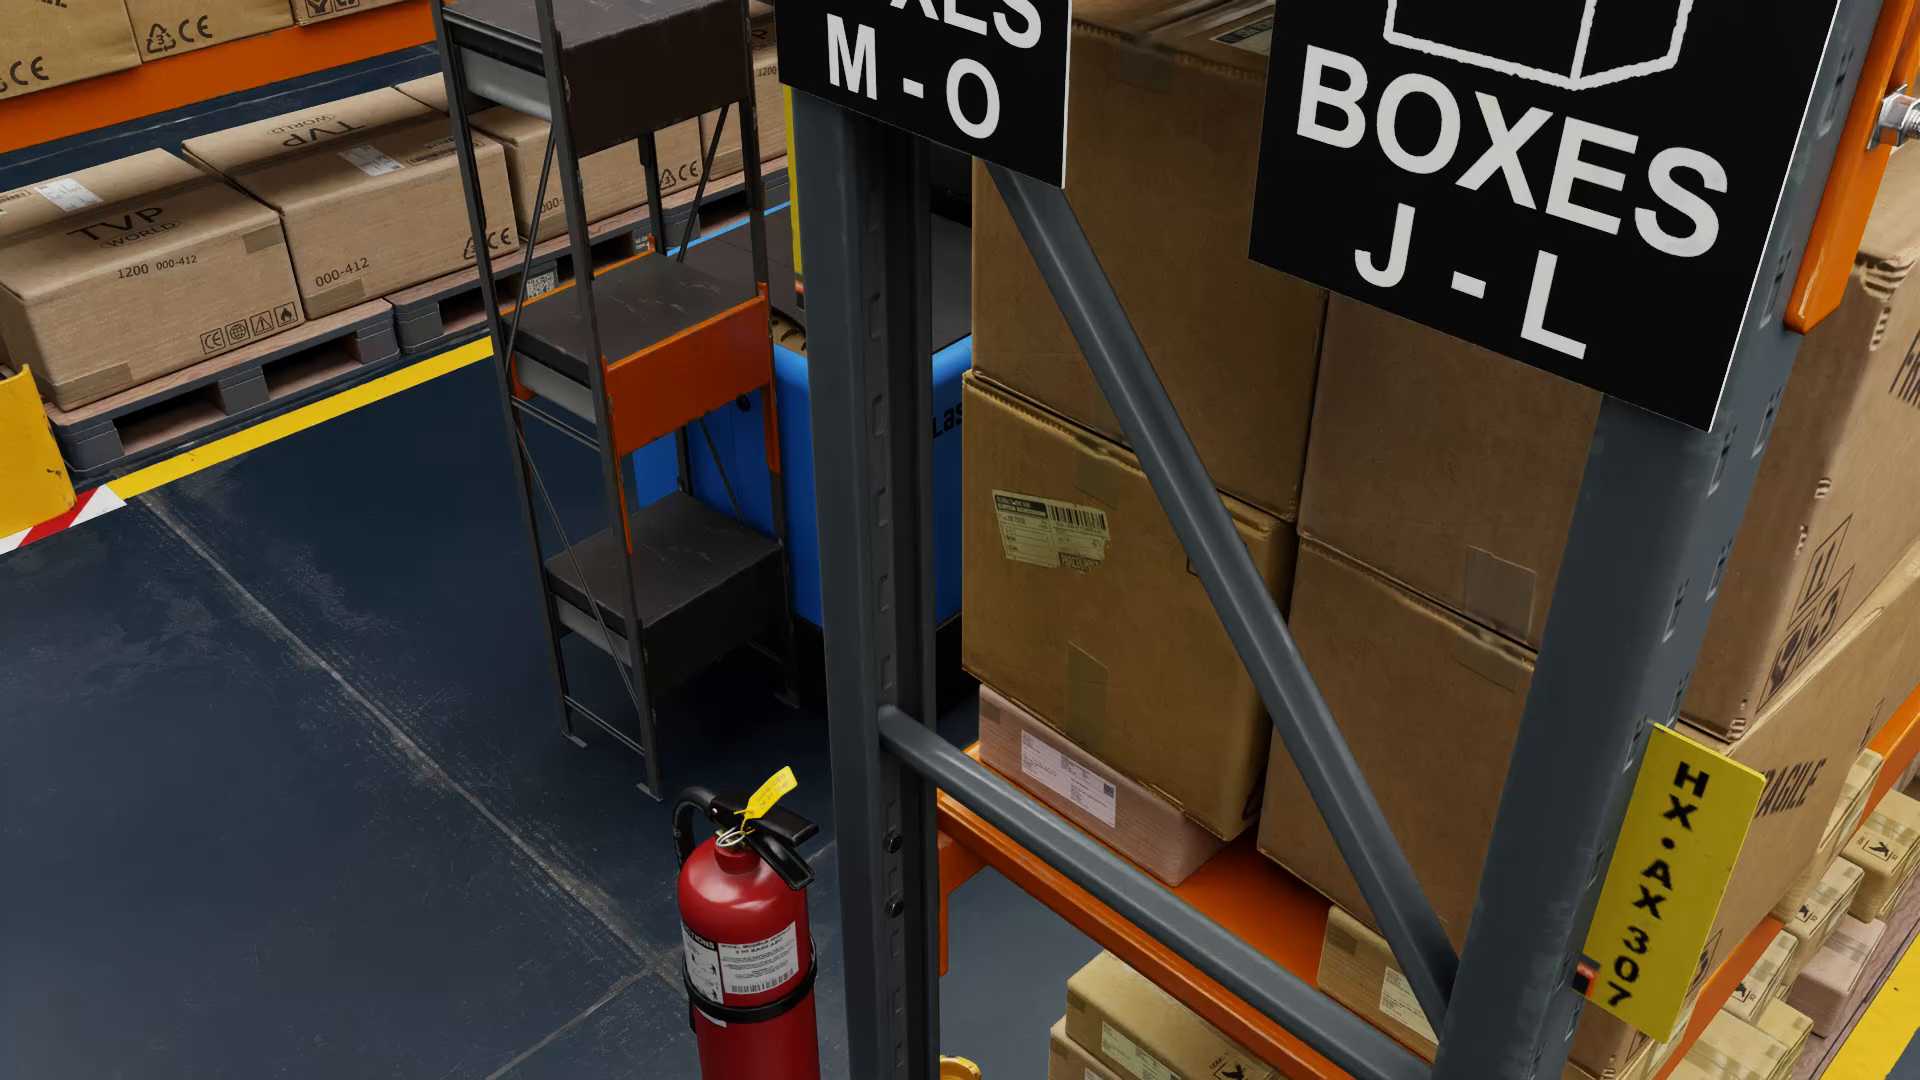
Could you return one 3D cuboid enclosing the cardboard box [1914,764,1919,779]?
[{"bbox_3d":[2.103,0.376,3.693,0.380,0.149,0.250,28,44,34],"label":"cardboard box"}]

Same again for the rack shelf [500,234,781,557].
[{"bbox_3d":[-0.757,-0.354,3.946,0.431,0.518,0.480,27,43,33],"label":"rack shelf"}]

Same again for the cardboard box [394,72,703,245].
[{"bbox_3d":[-1.697,-1.685,6.917,0.875,0.438,0.875,28,44,34],"label":"cardboard box"}]

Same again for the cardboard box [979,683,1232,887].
[{"bbox_3d":[0.247,0.295,2.424,0.380,0.149,0.250,30,45,35],"label":"cardboard box"}]

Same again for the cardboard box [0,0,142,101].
[{"bbox_3d":[-2.824,-1.635,4.885,0.500,0.500,0.500,29,44,35],"label":"cardboard box"}]

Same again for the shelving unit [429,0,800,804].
[{"bbox_3d":[-0.757,-0.365,3.938,0.431,2.100,0.503,27,43,33],"label":"shelving unit"}]

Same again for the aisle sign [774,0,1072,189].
[{"bbox_3d":[-0.047,-0.719,1.386,0.394,0.787,0.004,30,45,35],"label":"aisle sign"}]

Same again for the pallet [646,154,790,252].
[{"bbox_3d":[-1.139,-1.718,7.529,1.003,0.211,1.213,30,45,35],"label":"pallet"}]

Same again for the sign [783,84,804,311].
[{"bbox_3d":[-0.162,-0.398,1.910,0.100,0.325,0.005,30,45,35],"label":"sign"}]

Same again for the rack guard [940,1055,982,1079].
[{"bbox_3d":[0.271,1.433,2.758,1.175,0.500,0.348,30,45,35],"label":"rack guard"}]

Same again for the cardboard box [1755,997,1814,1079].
[{"bbox_3d":[1.369,0.921,3.173,0.250,0.149,0.380,-28,44,-34],"label":"cardboard box"}]

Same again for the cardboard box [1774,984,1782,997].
[{"bbox_3d":[1.489,0.775,3.382,0.380,0.149,0.250,27,43,33],"label":"cardboard box"}]

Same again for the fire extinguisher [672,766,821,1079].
[{"bbox_3d":[-0.287,0.540,2.248,0.296,0.674,0.183,30,45,35],"label":"fire extinguisher"}]

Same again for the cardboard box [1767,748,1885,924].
[{"bbox_3d":[1.056,0.335,2.367,0.380,0.149,0.250,28,44,34],"label":"cardboard box"}]

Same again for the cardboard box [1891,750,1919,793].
[{"bbox_3d":[1.850,0.433,3.612,0.380,0.149,0.250,30,45,35],"label":"cardboard box"}]

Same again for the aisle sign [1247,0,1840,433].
[{"bbox_3d":[0.379,-0.477,1.039,0.394,0.787,0.004,30,45,35],"label":"aisle sign"}]

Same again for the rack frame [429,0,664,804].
[{"bbox_3d":[-0.918,-0.260,3.787,0.400,2.100,0.015,27,43,33],"label":"rack frame"}]

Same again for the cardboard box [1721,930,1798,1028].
[{"bbox_3d":[1.321,0.771,3.127,0.380,0.149,0.250,27,43,33],"label":"cardboard box"}]

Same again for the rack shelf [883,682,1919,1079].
[{"bbox_3d":[1.627,-0.078,3.369,1.077,0.370,4.000,30,45,35],"label":"rack shelf"}]

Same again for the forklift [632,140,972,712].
[{"bbox_3d":[0.412,-1.469,4.795,1.130,2.935,3.031,27,43,33],"label":"forklift"}]

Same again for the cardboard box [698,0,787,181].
[{"bbox_3d":[-1.067,-2.049,7.438,0.875,0.438,0.875,29,44,35],"label":"cardboard box"}]

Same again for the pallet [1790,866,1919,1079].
[{"bbox_3d":[1.728,0.743,4.000,1.003,0.211,1.213,30,45,35],"label":"pallet"}]

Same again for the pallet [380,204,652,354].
[{"bbox_3d":[-1.999,-1.220,6.816,1.003,0.211,1.213,30,45,35],"label":"pallet"}]

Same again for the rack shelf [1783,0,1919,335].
[{"bbox_3d":[1.627,-1.308,2.511,1.077,0.370,4.000,30,45,35],"label":"rack shelf"}]

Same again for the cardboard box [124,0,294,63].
[{"bbox_3d":[-2.488,-1.852,5.196,0.500,0.500,0.500,29,44,35],"label":"cardboard box"}]

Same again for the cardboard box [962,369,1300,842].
[{"bbox_3d":[0.352,-0.010,2.295,0.500,0.500,0.500,-29,44,-35],"label":"cardboard box"}]

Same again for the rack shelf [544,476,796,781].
[{"bbox_3d":[-0.757,0.220,4.346,0.431,0.518,0.480,27,43,33],"label":"rack shelf"}]

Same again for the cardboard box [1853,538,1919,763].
[{"bbox_3d":[1.089,-0.023,2.313,0.500,0.500,0.500,30,45,35],"label":"cardboard box"}]

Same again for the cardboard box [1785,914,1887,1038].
[{"bbox_3d":[1.718,0.842,3.546,0.380,0.149,0.250,27,43,33],"label":"cardboard box"}]

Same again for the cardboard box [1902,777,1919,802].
[{"bbox_3d":[2.066,0.451,3.846,0.380,0.149,0.250,27,43,33],"label":"cardboard box"}]

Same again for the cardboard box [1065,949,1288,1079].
[{"bbox_3d":[0.411,0.875,2.979,0.250,0.149,0.380,-29,44,-35],"label":"cardboard box"}]

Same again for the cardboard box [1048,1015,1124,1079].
[{"bbox_3d":[0.387,0.984,3.081,0.380,0.149,0.250,28,44,34],"label":"cardboard box"}]

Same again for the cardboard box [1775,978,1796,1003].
[{"bbox_3d":[1.480,0.908,3.451,0.380,0.149,0.250,30,45,35],"label":"cardboard box"}]

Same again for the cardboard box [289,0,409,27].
[{"bbox_3d":[-2.117,-2.051,5.482,0.500,0.500,0.500,29,44,35],"label":"cardboard box"}]

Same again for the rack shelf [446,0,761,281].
[{"bbox_3d":[-0.757,-0.928,3.545,0.431,0.518,0.480,27,43,33],"label":"rack shelf"}]

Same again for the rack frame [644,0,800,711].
[{"bbox_3d":[-0.596,-0.470,4.088,0.400,2.100,0.015,27,43,33],"label":"rack frame"}]

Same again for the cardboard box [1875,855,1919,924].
[{"bbox_3d":[1.894,0.719,3.722,0.380,0.149,0.250,30,45,35],"label":"cardboard box"}]

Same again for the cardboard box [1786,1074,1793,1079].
[{"bbox_3d":[1.368,1.050,3.248,0.250,0.149,0.380,-29,44,-35],"label":"cardboard box"}]

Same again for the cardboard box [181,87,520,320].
[{"bbox_3d":[-2.333,-1.320,6.393,0.875,0.438,0.875,-29,44,-34],"label":"cardboard box"}]

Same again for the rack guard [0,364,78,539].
[{"bbox_3d":[-3.383,-0.480,5.502,1.175,0.500,0.348,30,45,35],"label":"rack guard"}]

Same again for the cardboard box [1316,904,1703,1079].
[{"bbox_3d":[0.678,0.542,2.070,0.380,0.149,0.250,29,44,35],"label":"cardboard box"}]

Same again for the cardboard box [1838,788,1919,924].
[{"bbox_3d":[1.741,0.574,3.410,0.250,0.149,0.380,-29,44,-35],"label":"cardboard box"}]

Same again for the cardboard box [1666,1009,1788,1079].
[{"bbox_3d":[1.205,0.905,2.935,0.380,0.149,0.250,29,44,35],"label":"cardboard box"}]

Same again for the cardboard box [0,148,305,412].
[{"bbox_3d":[-2.972,-0.945,5.855,0.875,0.438,0.875,28,44,34],"label":"cardboard box"}]

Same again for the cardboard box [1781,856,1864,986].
[{"bbox_3d":[1.523,0.662,3.283,0.250,0.149,0.380,-28,44,-34],"label":"cardboard box"}]

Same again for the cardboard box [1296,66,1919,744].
[{"bbox_3d":[0.722,-0.210,1.707,0.500,0.500,0.500,29,44,35],"label":"cardboard box"}]

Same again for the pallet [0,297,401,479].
[{"bbox_3d":[-2.859,-0.728,6.109,1.003,0.211,1.213,30,45,35],"label":"pallet"}]

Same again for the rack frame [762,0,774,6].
[{"bbox_3d":[-0.548,-3.139,7.129,1.000,3.000,0.127,30,45,35],"label":"rack frame"}]

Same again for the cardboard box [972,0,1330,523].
[{"bbox_3d":[0.363,-0.420,2.009,0.500,0.500,0.500,29,44,34],"label":"cardboard box"}]

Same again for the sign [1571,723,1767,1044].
[{"bbox_3d":[0.603,0.302,1.438,0.100,0.325,0.005,30,45,35],"label":"sign"}]

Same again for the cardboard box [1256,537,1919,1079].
[{"bbox_3d":[0.730,0.205,1.987,0.500,0.500,0.500,-28,43,-34],"label":"cardboard box"}]
